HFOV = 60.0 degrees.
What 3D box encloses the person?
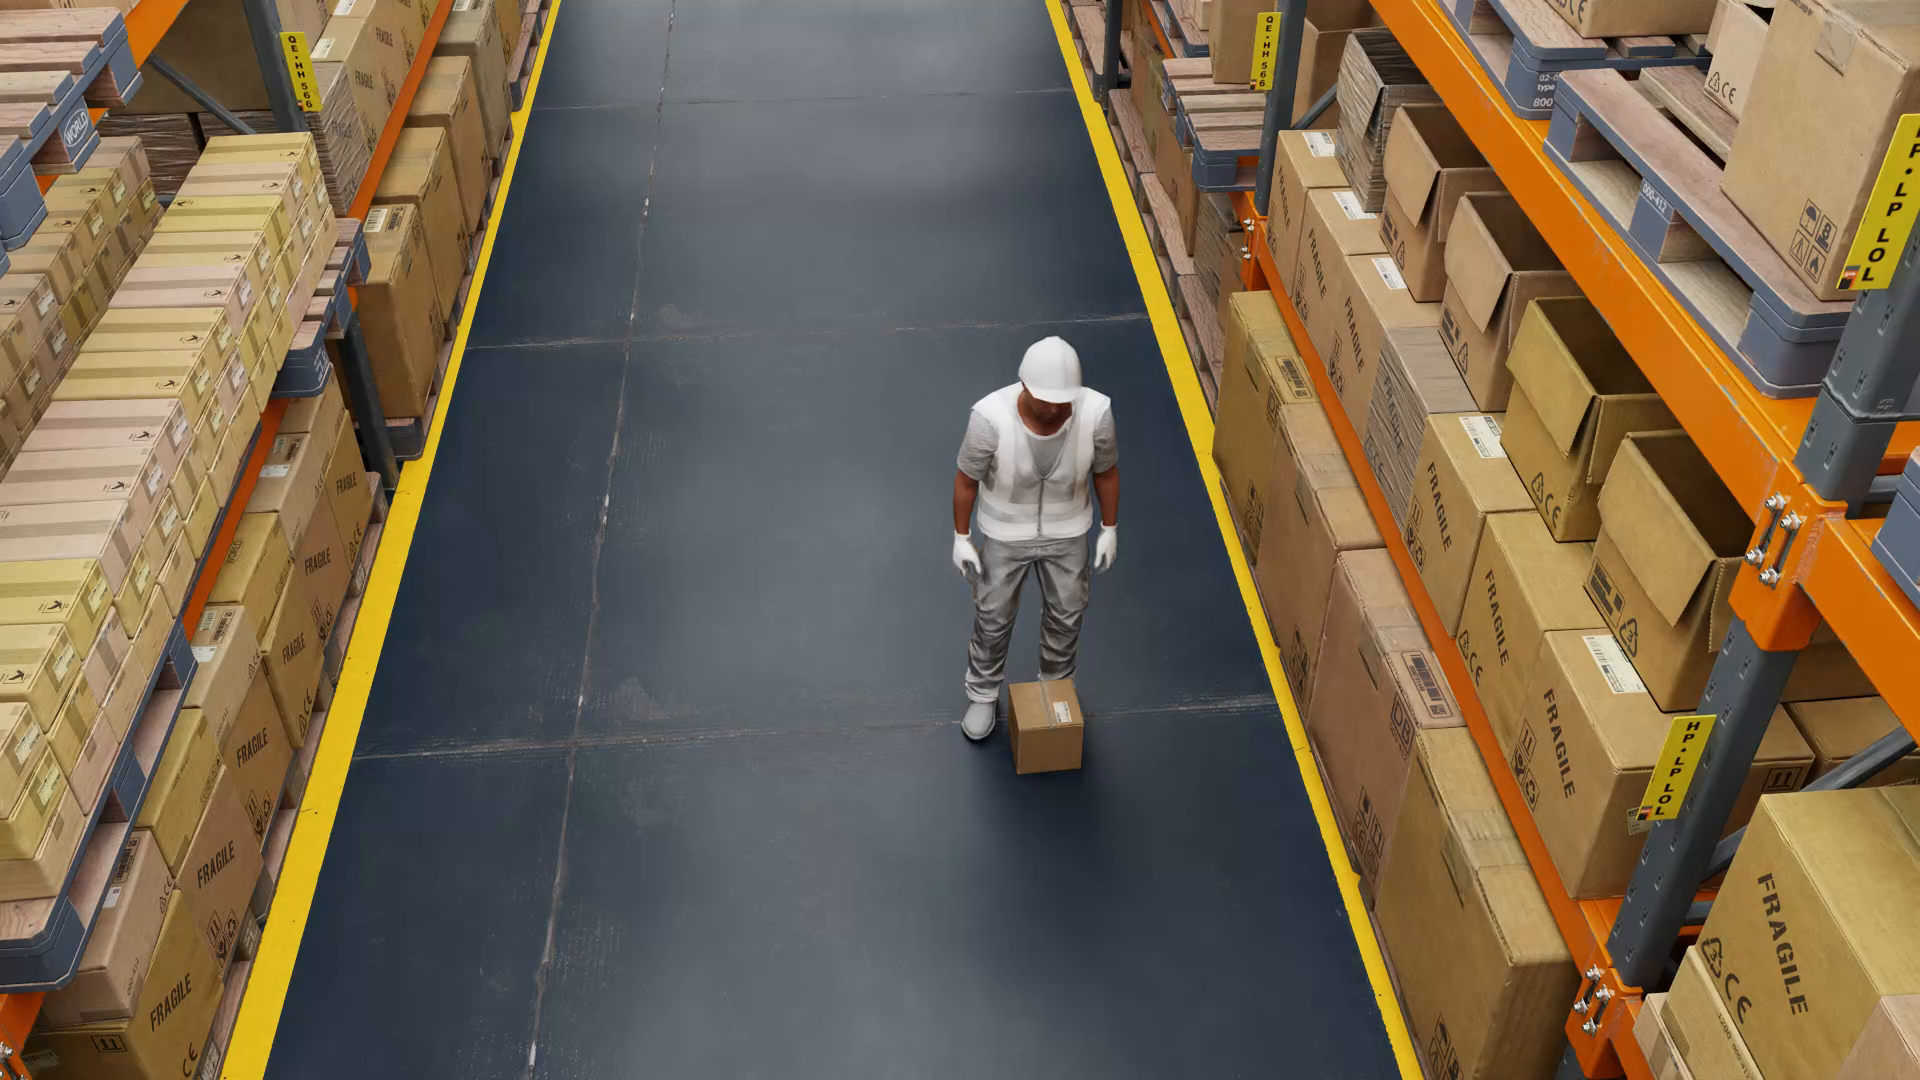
[{"bbox_3d":[0.280,-0.008,6.155,0.622,1.774,0.454,-4,39,-4],"label":"person"}]
